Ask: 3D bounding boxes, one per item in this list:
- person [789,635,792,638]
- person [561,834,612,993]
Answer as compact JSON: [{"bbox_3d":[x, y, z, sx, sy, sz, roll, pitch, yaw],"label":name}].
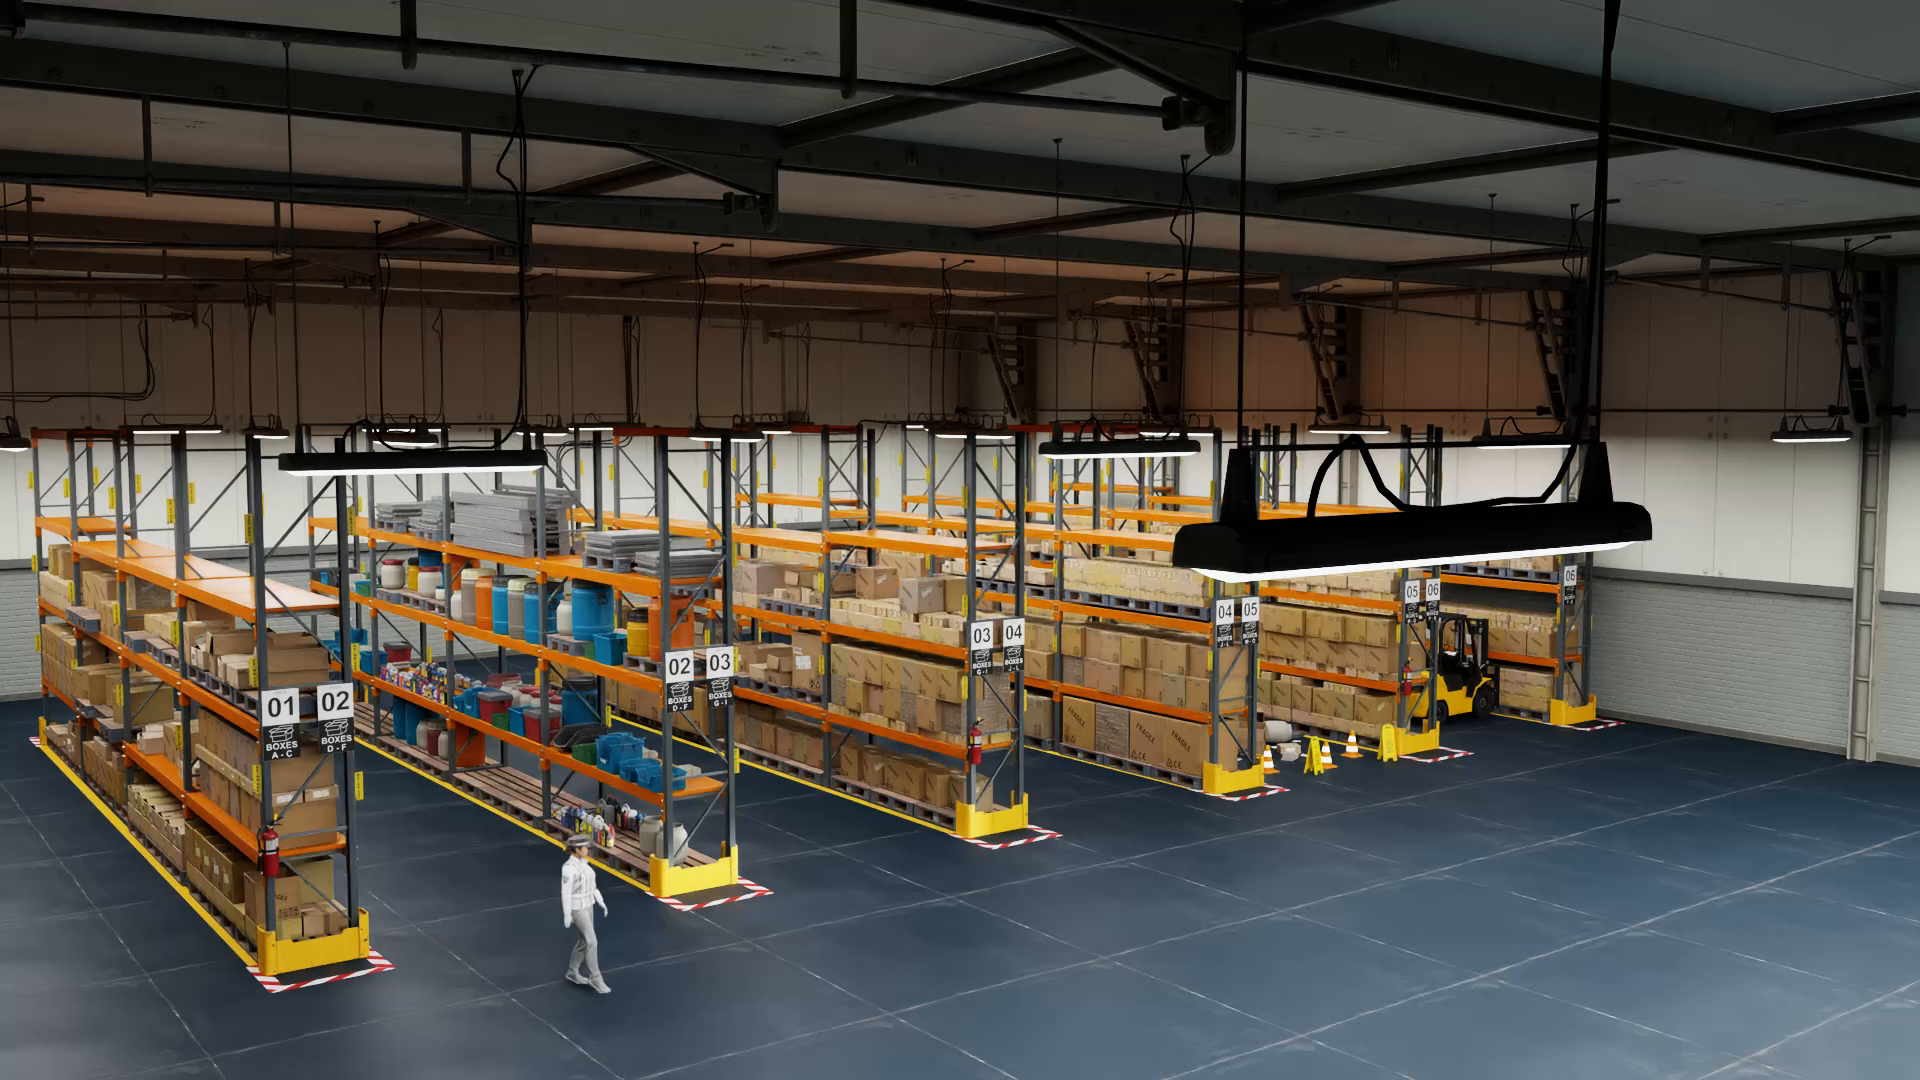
[{"bbox_3d":[-4.320,2.053,43.797,0.452,1.663,0.594,2,5,19],"label":"person"},{"bbox_3d":[-4.065,4.085,18.244,0.617,1.699,0.511,1,5,11],"label":"person"}]
